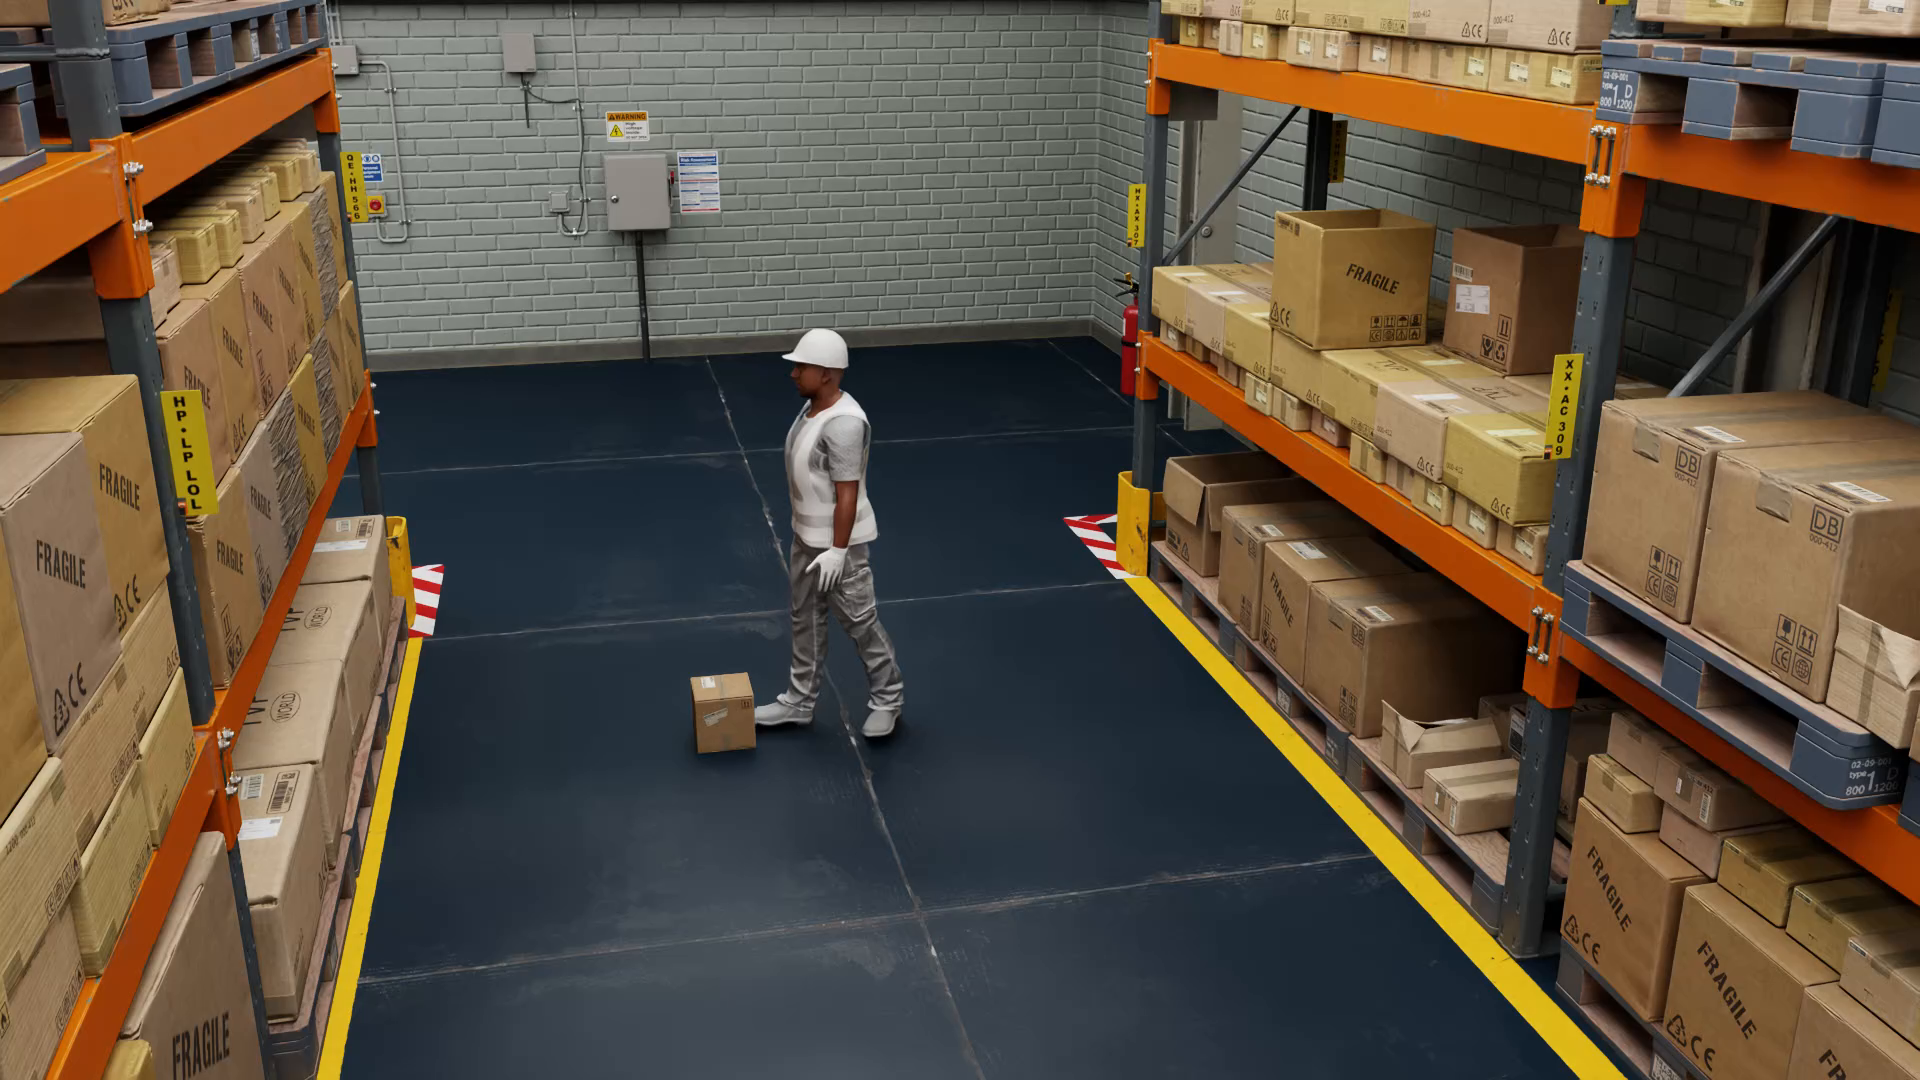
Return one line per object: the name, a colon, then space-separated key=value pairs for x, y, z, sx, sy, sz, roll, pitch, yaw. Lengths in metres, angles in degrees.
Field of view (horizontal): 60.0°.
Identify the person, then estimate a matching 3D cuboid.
person: x=-0.583 y=-0.008 z=7.041 sx=0.671 sy=1.786 sz=0.560 roll=-8 pitch=21 yaw=-21
